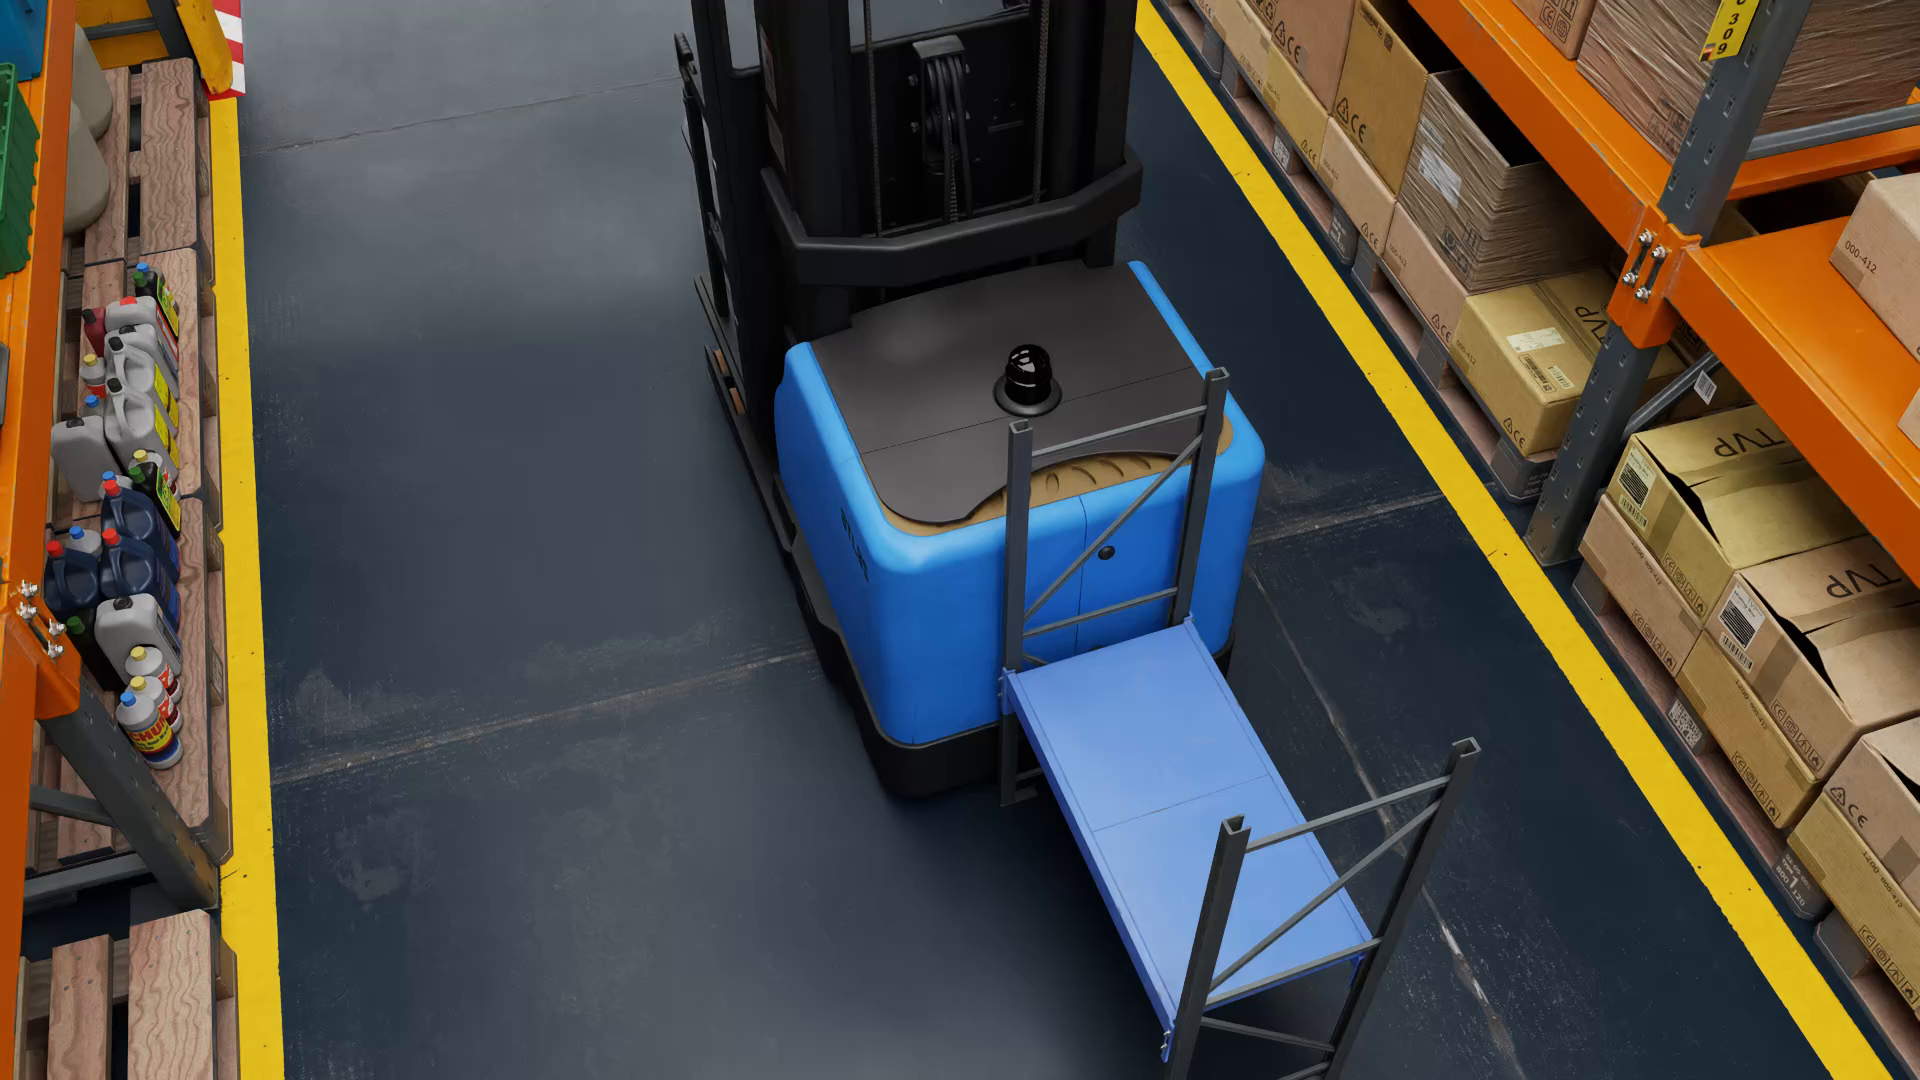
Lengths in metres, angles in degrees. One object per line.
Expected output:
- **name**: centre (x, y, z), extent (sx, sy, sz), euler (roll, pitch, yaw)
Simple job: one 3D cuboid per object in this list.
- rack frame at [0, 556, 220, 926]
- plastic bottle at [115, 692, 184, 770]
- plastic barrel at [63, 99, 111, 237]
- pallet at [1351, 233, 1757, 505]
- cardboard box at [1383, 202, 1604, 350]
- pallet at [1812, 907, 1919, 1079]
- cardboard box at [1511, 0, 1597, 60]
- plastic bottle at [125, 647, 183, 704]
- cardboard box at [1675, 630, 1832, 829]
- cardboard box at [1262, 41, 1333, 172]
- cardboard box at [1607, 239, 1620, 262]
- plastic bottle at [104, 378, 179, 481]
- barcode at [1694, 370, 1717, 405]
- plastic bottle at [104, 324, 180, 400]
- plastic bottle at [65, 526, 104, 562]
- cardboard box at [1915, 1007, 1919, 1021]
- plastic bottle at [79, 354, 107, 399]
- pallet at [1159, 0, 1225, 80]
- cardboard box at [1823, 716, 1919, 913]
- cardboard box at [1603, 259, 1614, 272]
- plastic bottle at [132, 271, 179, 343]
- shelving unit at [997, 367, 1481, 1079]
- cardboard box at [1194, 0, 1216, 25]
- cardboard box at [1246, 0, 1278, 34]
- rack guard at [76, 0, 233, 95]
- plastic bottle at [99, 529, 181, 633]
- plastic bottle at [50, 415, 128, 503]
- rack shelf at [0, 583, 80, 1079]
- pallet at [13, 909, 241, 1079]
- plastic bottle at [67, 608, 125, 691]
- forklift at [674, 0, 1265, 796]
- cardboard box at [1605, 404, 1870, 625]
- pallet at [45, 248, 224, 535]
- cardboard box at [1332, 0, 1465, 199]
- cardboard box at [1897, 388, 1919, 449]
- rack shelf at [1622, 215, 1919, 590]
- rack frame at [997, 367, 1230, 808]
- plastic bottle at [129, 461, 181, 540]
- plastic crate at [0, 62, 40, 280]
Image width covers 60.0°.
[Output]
- **rack frame**: centre (-2.464, 0.084, 3.218), extent (1.000, 3.000, 0.127), euler (-13, 51, -11)
- **plastic bottle**: centre (-2.140, 0.489, 4.372), extent (0.097, 0.271, 0.097), euler (0, 50, 0)
- **plastic barrel**: centre (-3.231, -1.342, 5.772), extent (0.421, 0.512, 0.421), euler (0, 50, 0)
- **pallet**: centre (2.073, -0.725, 5.723), extent (1.003, 0.211, 1.213), euler (-13, 51, -11)
- **cardboard box**: centre (1.784, -0.939, 5.604), extent (0.500, 0.250, 0.500), euler (-13, 51, -11)
- **pallet**: centre (2.888, 1.287, 4.027), extent (1.003, 0.211, 1.213), euler (-13, 51, -11)
- **cardboard box**: centre (1.969, -1.772, 4.717), extent (0.700, 0.500, 0.500), euler (-14, 51, -11)
- **plastic bottle**: centre (-2.200, 0.363, 4.524), extent (0.097, 0.201, 0.097), euler (0, 50, 0)
- **cardboard box**: centre (2.301, 0.442, 4.440), extent (0.500, 0.250, 0.500), euler (-12, 51, -10)
- **cardboard box**: centre (1.474, -1.666, 6.217), extent (0.500, 0.250, 0.500), euler (-13, 51, -11)
- **cardboard box**: centre (2.275, -1.297, 5.415), extent (0.500, 0.500, 0.500), euler (-13, 51, -11)
- **plastic bottle**: centre (-2.488, -0.336, 5.016), extent (0.144, 0.351, 0.185), euler (-14, 51, -11)
- **barcode**: centre (1.946, -0.399, 4.343), extent (0.001, 0.075, 0.075), euler (-13, 51, -11)
- **plastic bottle**: centre (-2.596, -0.568, 5.261), extent (0.152, 0.276, 0.135), euler (-15, 51, -12)
- **plastic bottle**: centre (-2.465, 0.059, 4.735), extent (0.097, 0.271, 0.097), euler (0, 50, 0)
- **cardboard box**: centre (2.606, 1.191, 3.808), extent (0.500, 0.250, 0.500), euler (-12, 51, -10)
- **plastic bottle**: centre (-2.710, -0.502, 5.254), extent (0.097, 0.201, 0.097), euler (0, 50, 0)
- **pallet**: centre (1.352, -2.507, 7.226), extent (1.003, 0.211, 1.213), euler (-13, 51, -11)
- **cardboard box**: centre (2.450, 0.639, 3.906), extent (0.500, 0.311, 0.500), euler (-15, 51, -12)
- **cardboard box**: centre (2.278, -1.056, 5.702), extent (0.500, 0.250, 0.500), euler (-13, 51, -11)
- **plastic bottle**: centre (-2.633, -0.781, 5.435), extent (0.061, 0.283, 0.133), euler (-12, 51, -10)
- **shelving unit**: centre (0.518, 0.549, 3.806), extent (0.538, 1.500, 1.048), euler (-16, 52, -13)
- **cardboard box**: centre (1.183, -2.398, 6.833), extent (0.500, 0.250, 0.500), euler (-13, 51, -11)
- **cardboard box**: centre (1.342, -2.277, 6.241), extent (0.500, 0.500, 0.500), euler (-13, 51, -11)
- **rack guard**: centre (-3.580, -1.987, 6.598), extent (1.175, 0.500, 0.348), euler (-13, 51, -11)
- **plastic bottle**: centre (-2.307, 0.112, 4.638), extent (0.144, 0.351, 0.185), euler (-12, 51, -10)
- **plastic bottle**: centre (-2.622, -0.260, 5.001), extent (0.152, 0.276, 0.135), euler (-13, 51, -11)
- **rack shelf**: centre (-1.873, 1.776, 2.261), extent (1.077, 0.370, 4.000), euler (-13, 51, -11)
- **pallet**: centre (-2.195, 1.547, 3.808), extent (1.003, 0.211, 1.213), euler (-13, 51, -11)
- **plastic bottle**: centre (-2.363, 0.280, 4.541), extent (0.061, 0.283, 0.133), euler (-13, 51, -11)
- **forklift**: centre (-0.216, -1.396, 4.510), extent (1.130, 2.935, 3.031), euler (-16, 52, -13)
- **cardboard box**: centre (2.153, -0.105, 4.534), extent (0.500, 0.311, 0.500), euler (-13, 51, -11)
- **pallet**: centre (-2.988, -0.410, 5.458), extent (1.003, 0.211, 1.213), euler (-13, 51, -11)
- **cardboard box**: centre (1.634, -1.546, 5.625), extent (0.500, 0.500, 0.500), euler (-13, 51, -11)
- **cardboard box**: centre (2.335, -0.259, 3.671), extent (0.380, 0.149, 0.250), euler (-13, 51, -11)
- **rack shelf**: centre (2.860, 0.659, 3.203), extent (1.077, 0.370, 4.000), euler (-13, 51, -11)
- **rack frame**: centre (0.342, 0.184, 4.114), extent (0.500, 1.500, 0.032), euler (-16, 52, -13)
- **plastic bottle**: centre (-2.371, -0.134, 4.890), extent (0.061, 0.283, 0.133), euler (-11, 51, -9)
- **plastic crate**: centre (-2.596, -0.903, 4.188), extent (0.450, 0.188, 0.662), euler (-13, 51, -11)
